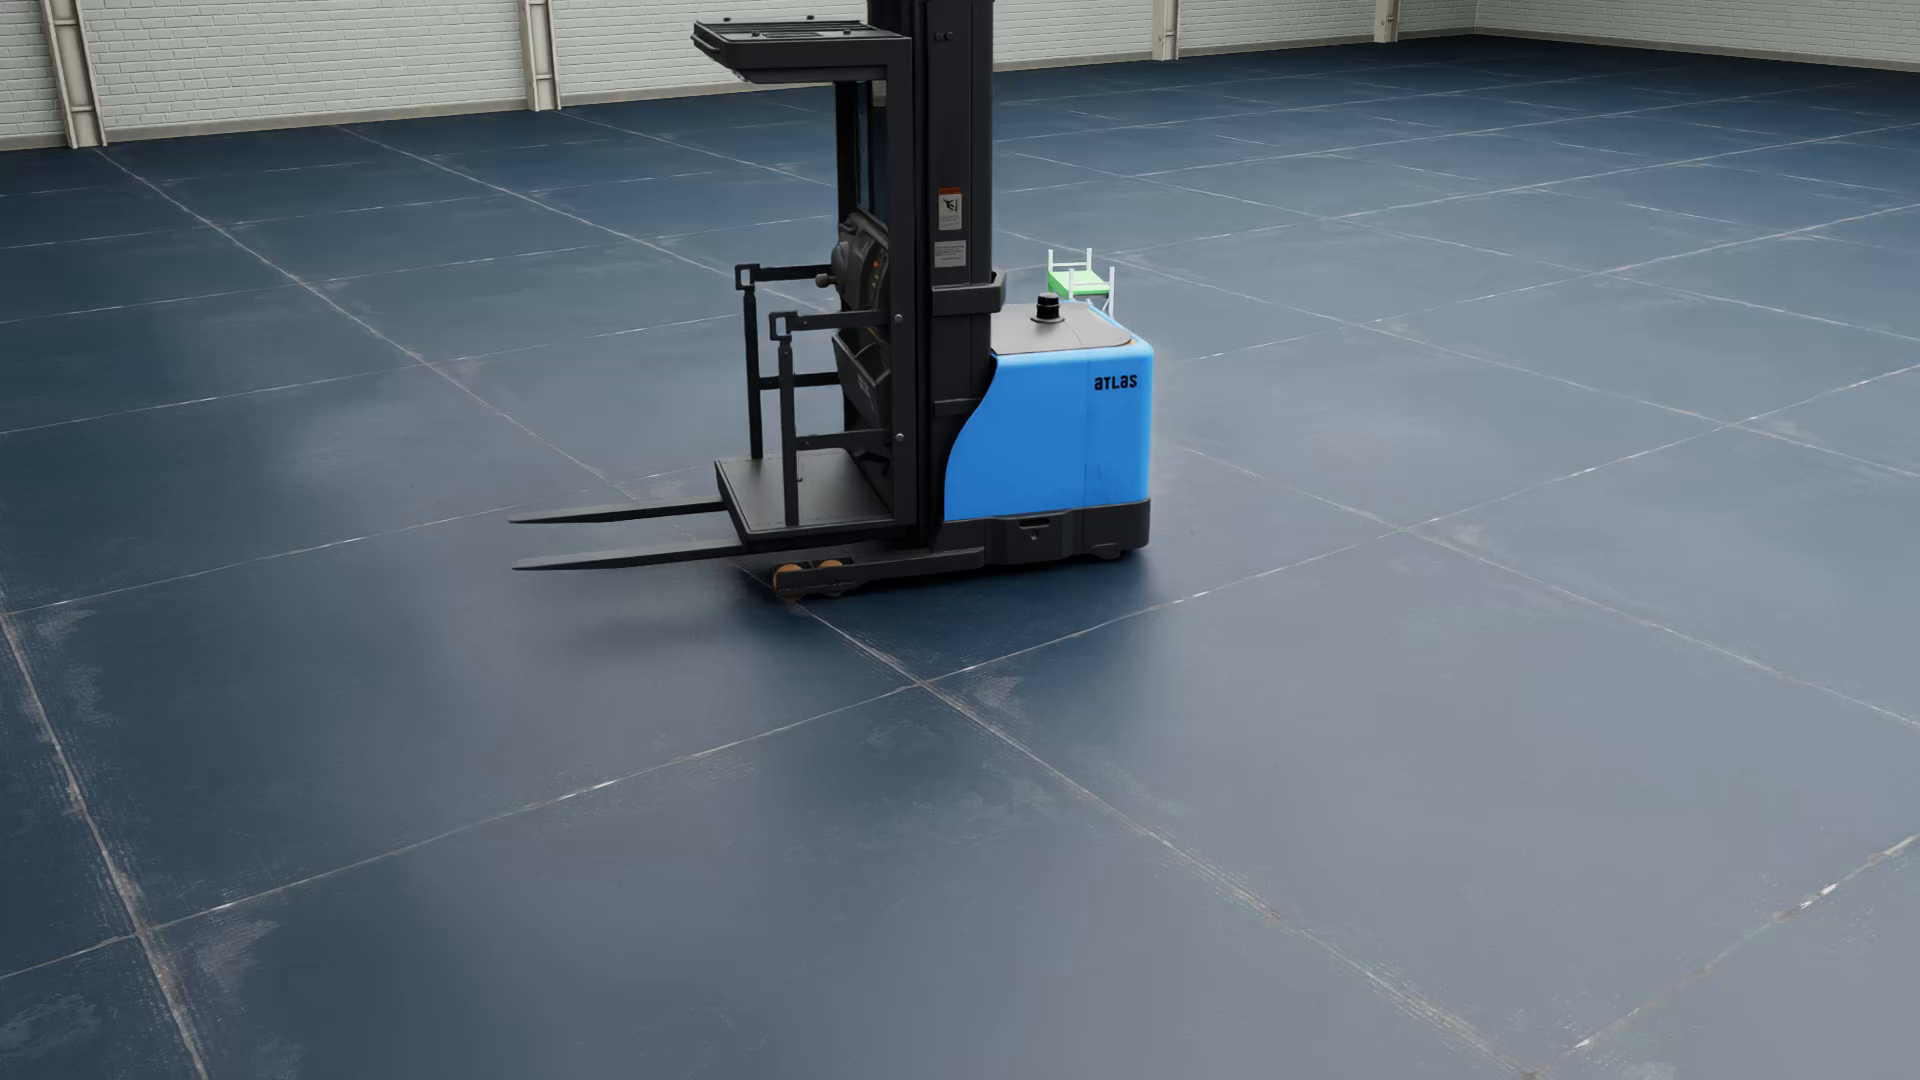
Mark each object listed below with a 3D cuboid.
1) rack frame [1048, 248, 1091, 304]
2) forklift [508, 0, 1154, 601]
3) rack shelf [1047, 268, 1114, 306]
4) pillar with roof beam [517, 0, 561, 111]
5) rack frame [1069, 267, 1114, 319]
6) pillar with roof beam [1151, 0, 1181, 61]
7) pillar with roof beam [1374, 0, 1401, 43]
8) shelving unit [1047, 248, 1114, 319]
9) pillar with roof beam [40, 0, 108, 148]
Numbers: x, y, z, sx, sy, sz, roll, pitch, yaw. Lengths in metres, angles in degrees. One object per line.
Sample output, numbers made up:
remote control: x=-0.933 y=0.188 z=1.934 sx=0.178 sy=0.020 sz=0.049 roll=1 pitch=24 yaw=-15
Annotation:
rack frame: x=0.608 y=-1.048 z=9.403 sx=0.240 sy=1.200 sz=0.015 roll=-4 pitch=22 yaw=-9
forklift: x=-0.646 y=-1.297 z=7.691 sx=3.031 sy=2.935 sz=1.130 roll=-6 pitch=23 yaw=-15
rack shelf: x=0.650 y=-1.345 z=9.025 sx=0.258 sy=0.148 sz=0.480 roll=-4 pitch=22 yaw=-9
pillar with roof beam: x=-3.477 y=-9.096 z=19.050 sx=0.400 sy=9.000 sz=9.100 roll=-15 pitch=26 yaw=-33
rack frame: x=0.692 y=-0.869 z=8.956 sx=0.240 sy=1.200 sz=0.015 roll=-4 pitch=22 yaw=-9
pillar with roof beam: x=6.264 y=-11.693 z=25.559 sx=0.400 sy=9.000 sz=9.100 roll=-15 pitch=26 yaw=-33
pillar with roof beam: x=11.135 y=-12.992 z=28.813 sx=0.400 sy=9.000 sz=9.100 roll=-15 pitch=26 yaw=-33
shelving unit: x=0.650 y=-0.959 z=9.180 sx=0.258 sy=1.200 sz=0.503 roll=-4 pitch=22 yaw=-9
pillar with roof beam: x=-8.347 y=-7.797 z=15.795 sx=0.400 sy=9.000 sz=9.100 roll=-15 pitch=26 yaw=-33
